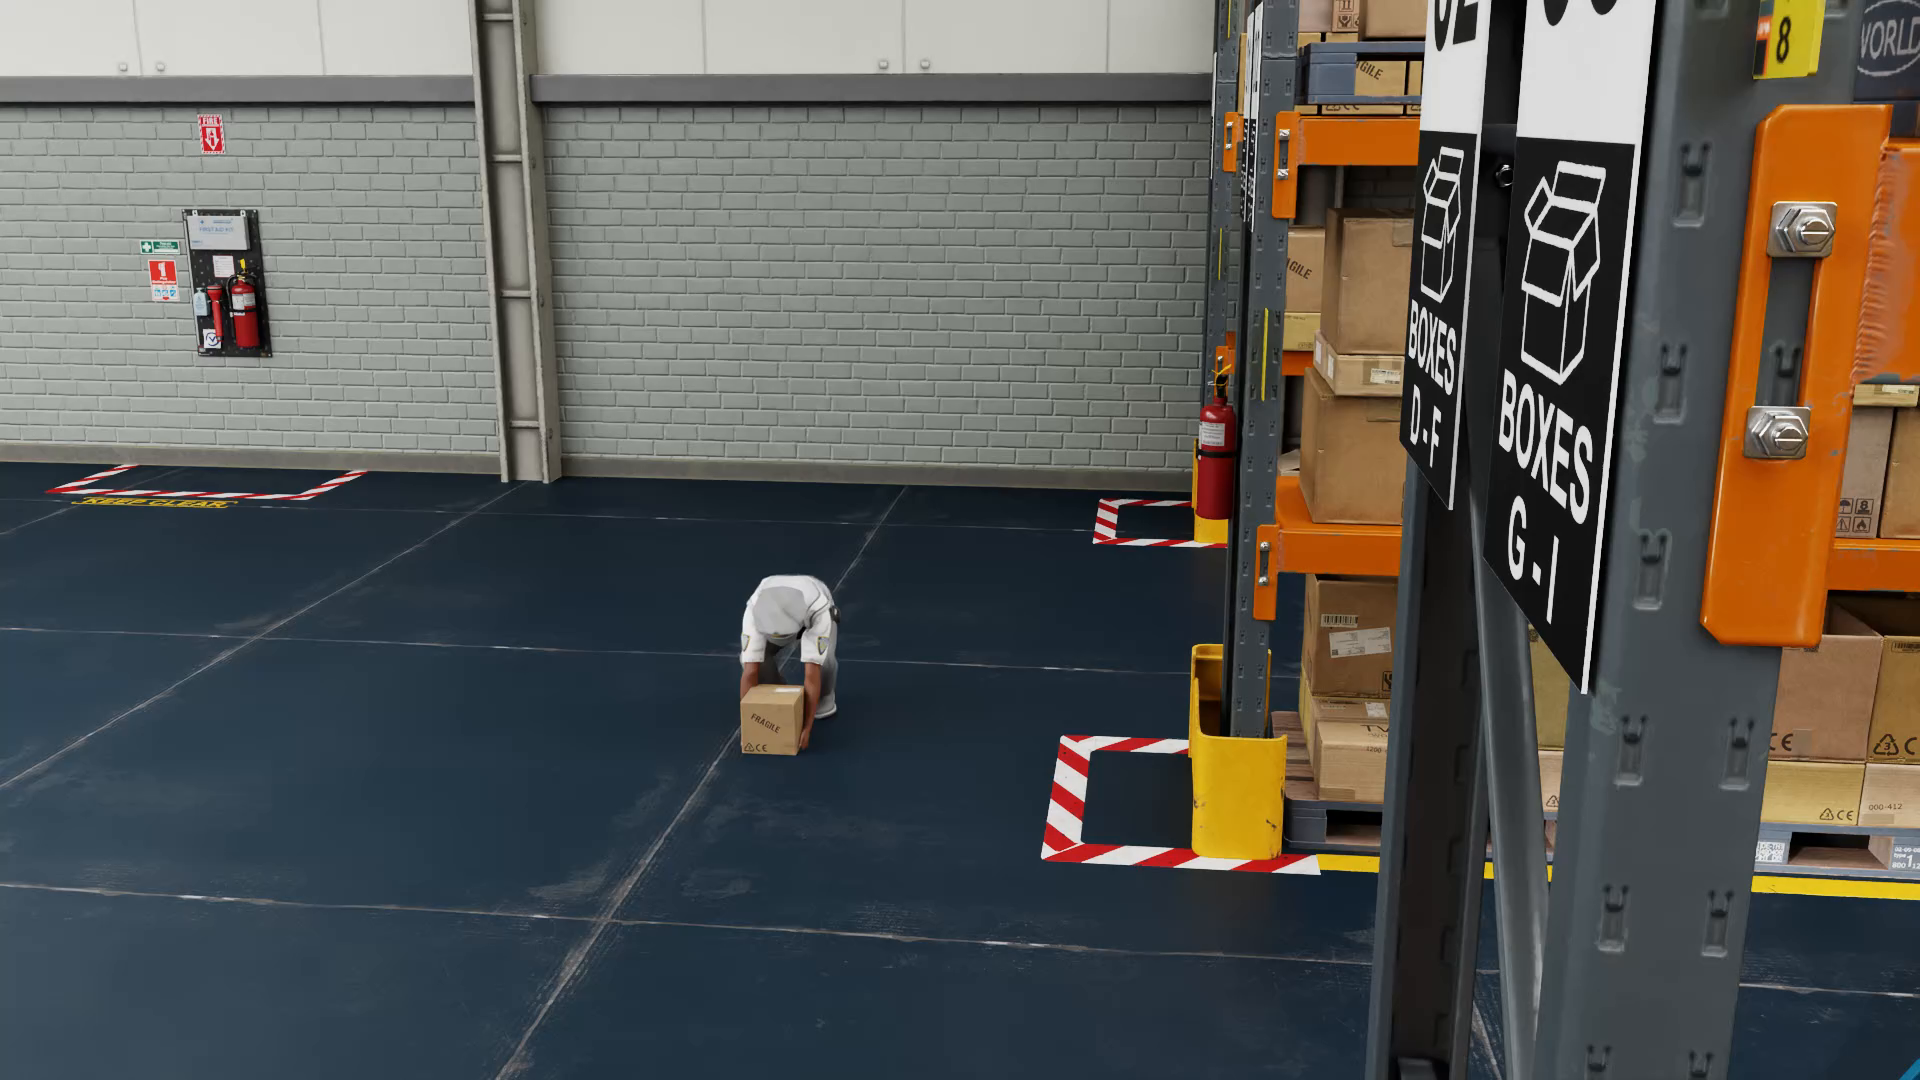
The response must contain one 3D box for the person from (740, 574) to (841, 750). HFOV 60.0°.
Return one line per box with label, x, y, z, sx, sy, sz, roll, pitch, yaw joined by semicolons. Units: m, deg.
person;-0.805;0.513;7.874;0.454;0.791;0.915;1;14;5
